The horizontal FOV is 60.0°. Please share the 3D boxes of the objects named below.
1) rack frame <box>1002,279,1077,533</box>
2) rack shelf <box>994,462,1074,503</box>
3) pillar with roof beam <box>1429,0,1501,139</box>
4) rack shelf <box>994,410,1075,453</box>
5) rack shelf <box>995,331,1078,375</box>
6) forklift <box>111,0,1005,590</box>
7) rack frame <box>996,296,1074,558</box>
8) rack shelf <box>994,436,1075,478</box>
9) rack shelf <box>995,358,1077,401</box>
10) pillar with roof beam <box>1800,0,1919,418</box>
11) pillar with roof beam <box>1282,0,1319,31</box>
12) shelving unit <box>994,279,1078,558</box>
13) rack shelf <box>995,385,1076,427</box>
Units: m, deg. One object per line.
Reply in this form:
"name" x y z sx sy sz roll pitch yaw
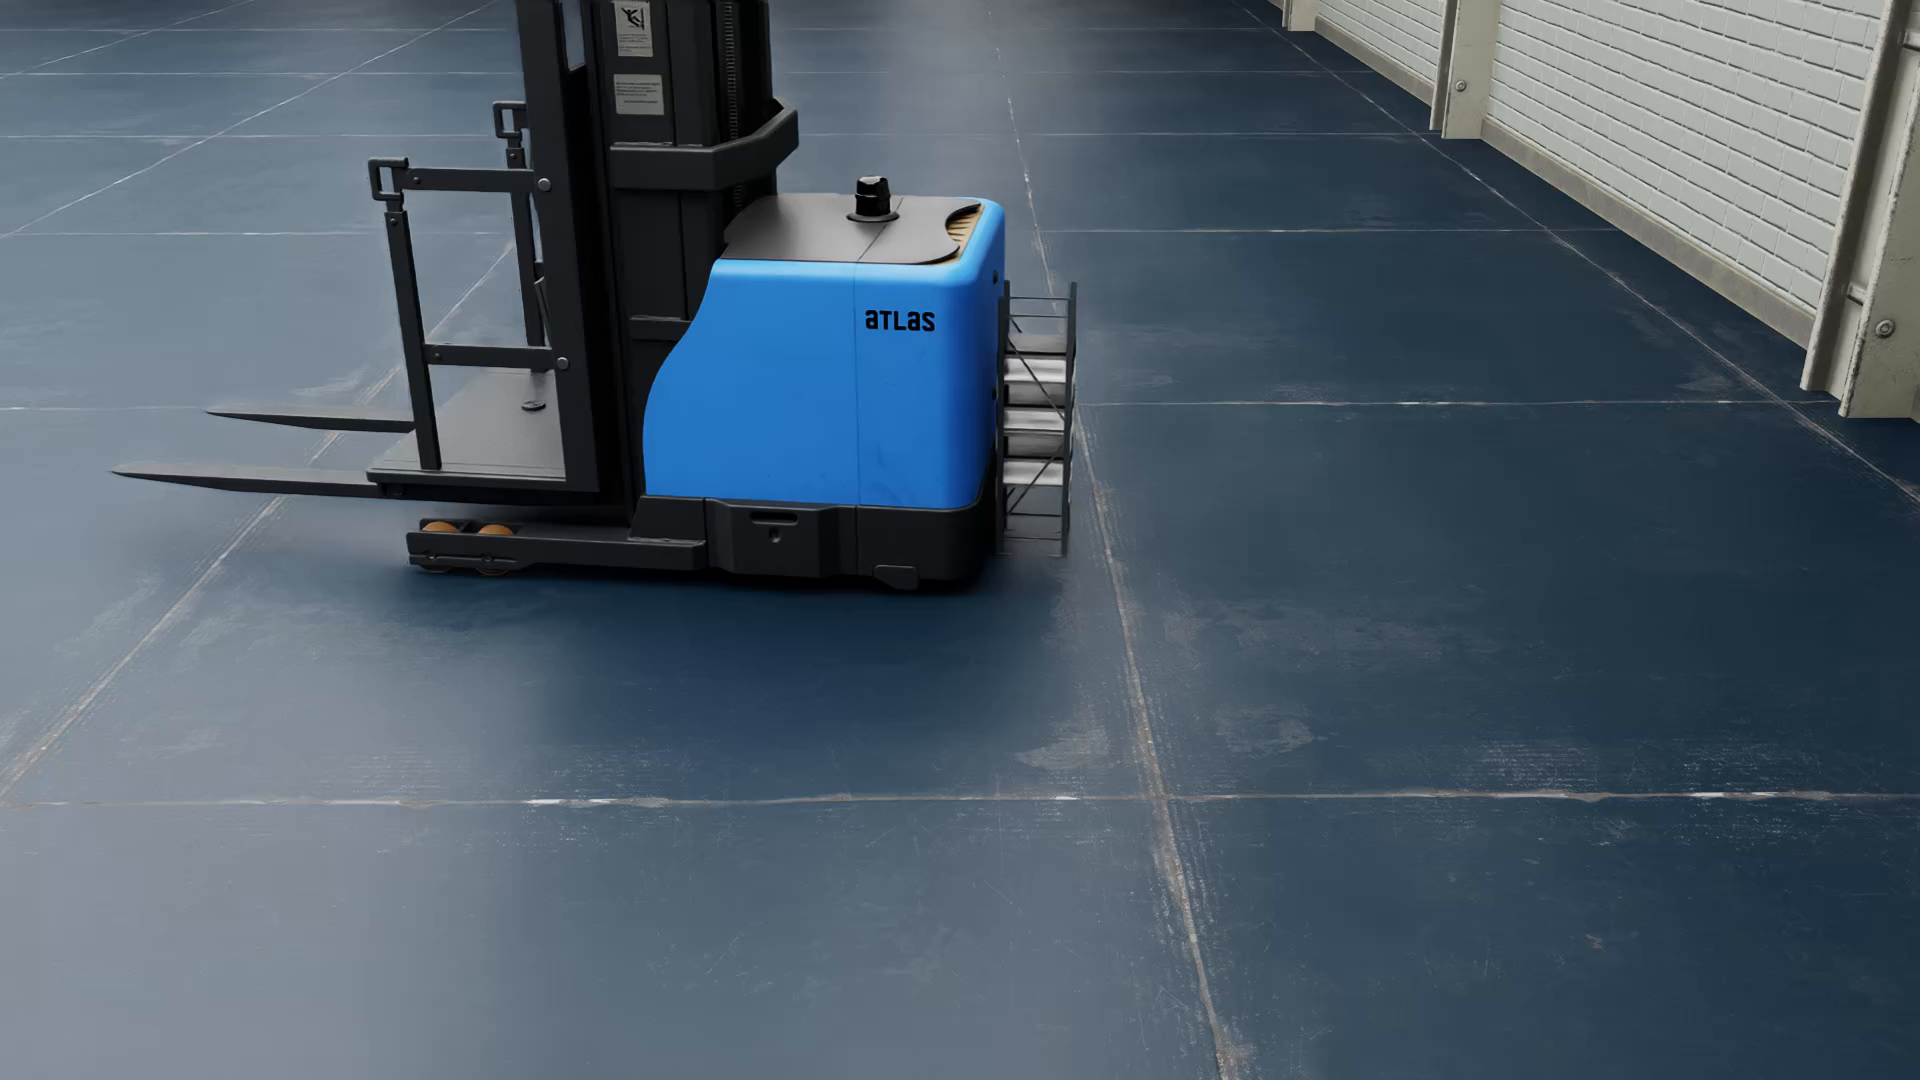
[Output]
"rack frame" 0.263 -0.440 5.630 0.240 0.900 0.006 2 24 5
"rack shelf" 0.252 -0.204 5.626 0.258 0.077 0.200 2 24 5
"pillar with roof beam" -0.566 -7.141 10.619 9.100 9.000 0.400 0 24 -1
"rack shelf" 0.252 -0.368 5.552 0.258 0.077 0.200 2 24 5
"rack shelf" 0.252 -0.614 5.440 0.258 0.077 0.200 2 24 5
"forklift" -1.388 -1.428 5.351 3.031 2.935 1.130 3 25 6
"rack frame" 0.242 -0.356 5.446 0.240 0.900 0.006 2 24 5
"rack shelf" 0.252 -0.286 5.589 0.258 0.077 0.200 2 24 5
"rack shelf" 0.252 -0.532 5.478 0.258 0.077 0.200 2 24 5
"pillar with roof beam" -0.501 -4.669 5.153 9.100 9.000 0.400 0 24 -1
"pillar with roof beam" -0.632 -9.614 16.086 9.100 9.000 0.400 0 24 -1
"shelving unit" 0.252 -0.398 5.538 0.258 0.900 0.210 2 24 5
"rack shelf" 0.252 -0.450 5.515 0.258 0.077 0.200 2 24 5
